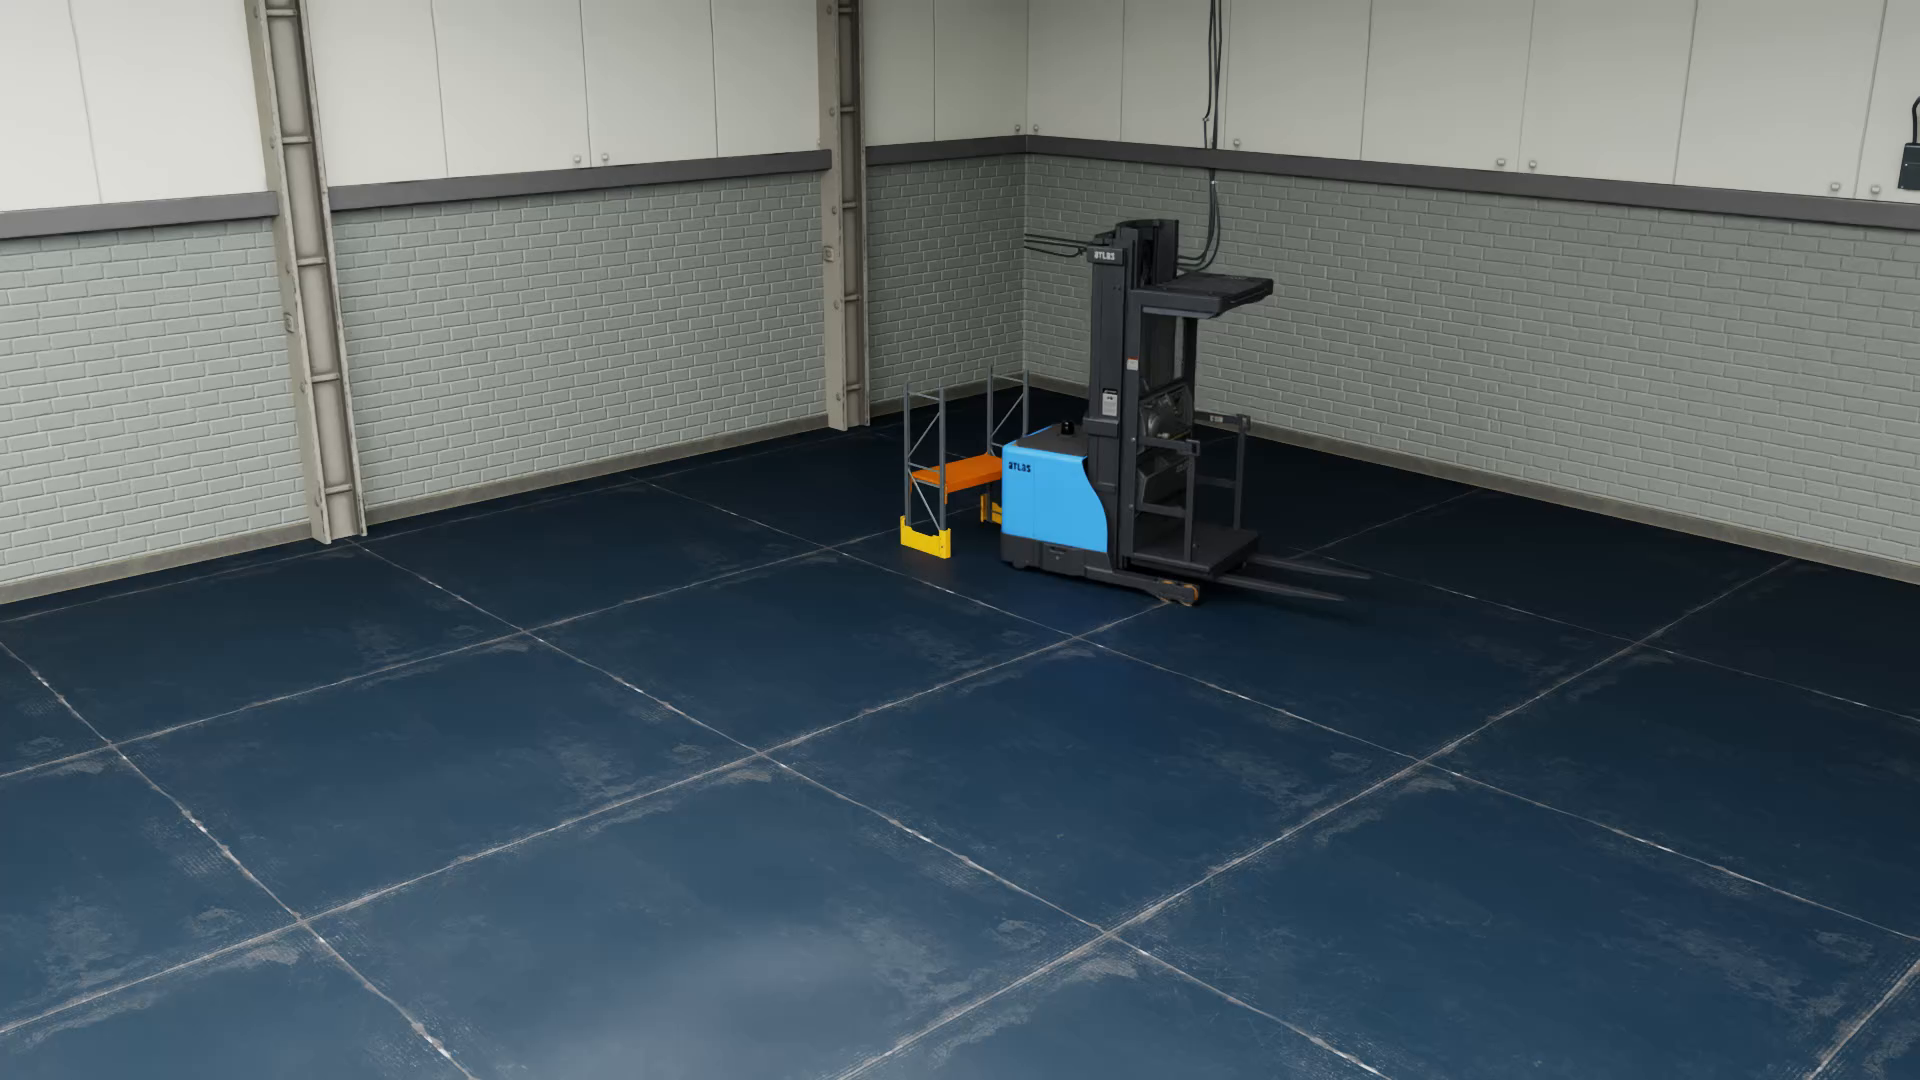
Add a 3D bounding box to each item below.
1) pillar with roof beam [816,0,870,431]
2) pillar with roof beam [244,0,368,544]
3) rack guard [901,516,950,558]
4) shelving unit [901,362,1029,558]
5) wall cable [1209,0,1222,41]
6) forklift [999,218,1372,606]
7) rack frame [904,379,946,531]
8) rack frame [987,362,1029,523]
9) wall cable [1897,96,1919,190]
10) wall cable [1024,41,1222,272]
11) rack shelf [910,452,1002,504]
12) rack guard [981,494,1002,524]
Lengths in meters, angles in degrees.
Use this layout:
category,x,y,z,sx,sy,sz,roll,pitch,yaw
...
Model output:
category,x,y,z,sx,sy,sz,roll,pitch,yaw
pillar with roof beam,1.683,-4.625,14.659,0.400,9.000,9.100,-16,24,-41
pillar with roof beam,-2.676,-3.354,10.738,0.400,9.000,9.100,-16,24,-41
rack guard,-0.306,-0.030,14.670,0.087,0.250,0.587,-16,24,-41
shelving unit,0.055,-0.730,14.803,1.083,1.500,0.587,-16,24,-41
wall cable,3.634,-6.237,16.476,0.112,2.526,3.097,-16,24,-41
forklift,1.859,-1.053,13.479,3.031,2.935,1.130,11,21,30
rack frame,-0.307,-0.624,14.477,0.032,1.500,0.500,-16,24,-41
rack frame,0.431,-0.839,15.141,0.032,1.500,0.500,-16,24,-41
wall cable,8.286,-5.405,11.550,0.169,6.003,2.305,-16,24,-41
wall cable,1.775,-4.441,19.125,0.112,2.526,3.097,-16,24,-41
rack shelf,0.062,-0.560,14.865,1.000,0.185,0.538,-16,24,-41
rack guard,0.417,-0.241,15.321,0.087,0.250,0.587,-16,24,-41
